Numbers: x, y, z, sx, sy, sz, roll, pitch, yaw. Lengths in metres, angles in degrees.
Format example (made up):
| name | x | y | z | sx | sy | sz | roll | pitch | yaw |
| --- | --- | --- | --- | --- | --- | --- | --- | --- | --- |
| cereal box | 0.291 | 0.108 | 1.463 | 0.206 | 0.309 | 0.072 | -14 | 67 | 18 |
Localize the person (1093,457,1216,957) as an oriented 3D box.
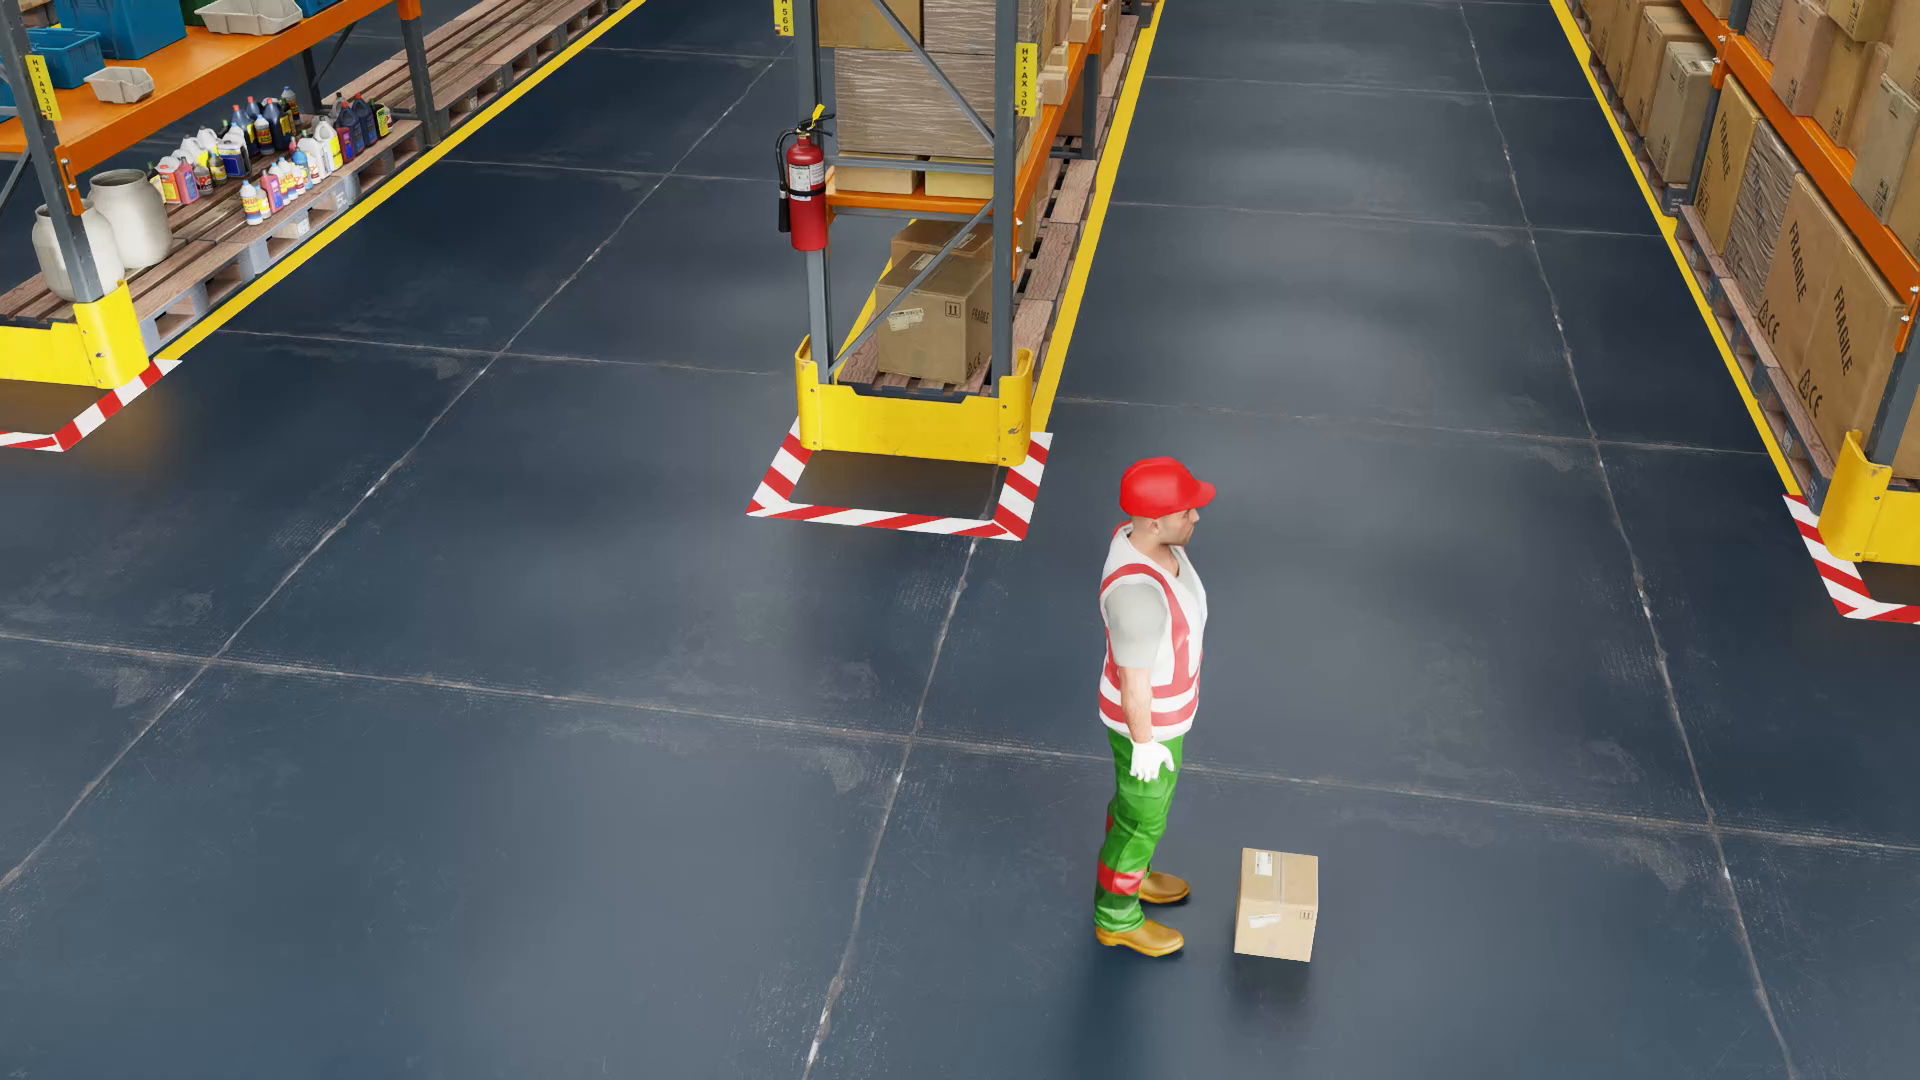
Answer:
| name | x | y | z | sx | sy | sz | roll | pitch | yaw |
| --- | --- | --- | --- | --- | --- | --- | --- | --- | --- |
| person | 0.605 | 0.529 | 5.268 | 0.354 | 1.789 | 0.525 | 6 | 33 | 9 |
